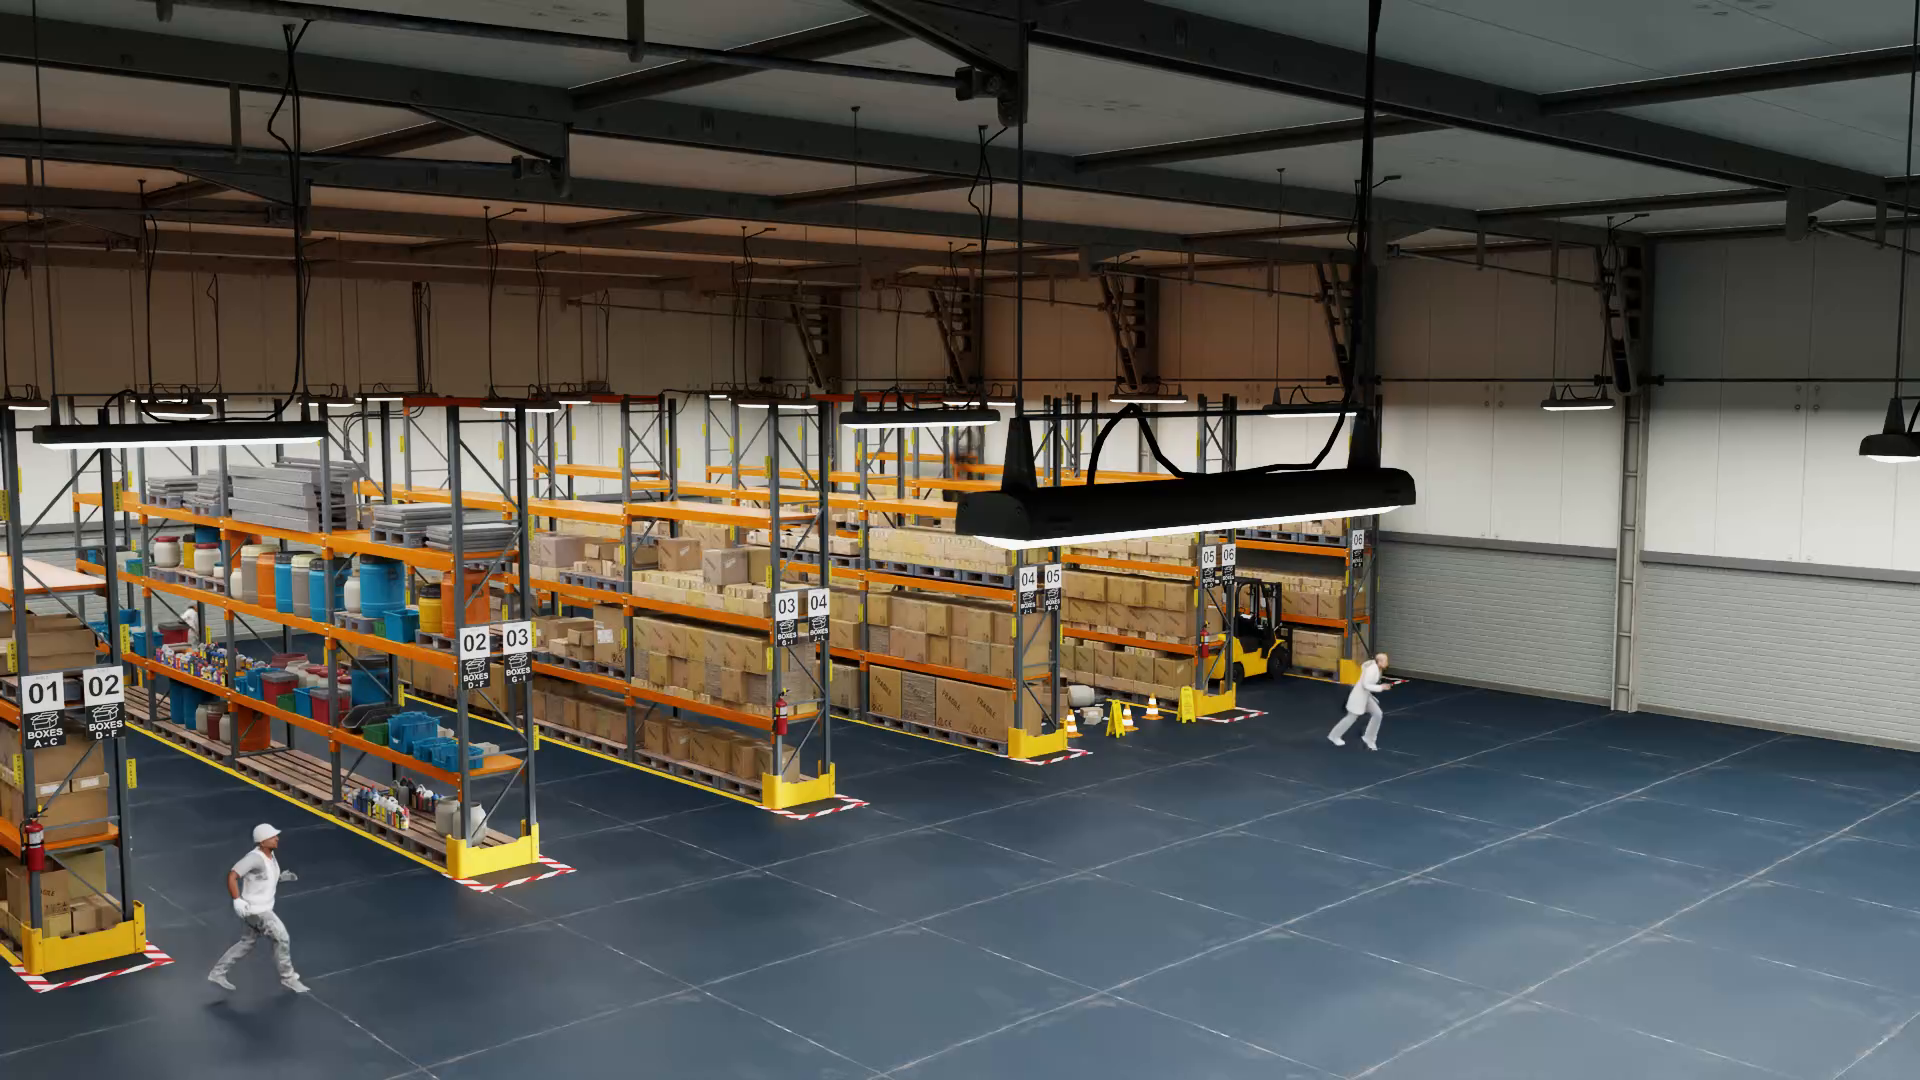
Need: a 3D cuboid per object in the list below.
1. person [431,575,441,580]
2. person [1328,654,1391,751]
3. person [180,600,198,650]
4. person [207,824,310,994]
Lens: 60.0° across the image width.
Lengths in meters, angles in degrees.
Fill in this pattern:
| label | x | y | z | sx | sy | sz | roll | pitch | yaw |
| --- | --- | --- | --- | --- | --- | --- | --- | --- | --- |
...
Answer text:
| label | x | y | z | sx | sy | sz | roll | pitch | yaw |
| --- | --- | --- | --- | --- | --- | --- | --- | --- | --- |
| person | -12.145 | 1.724 | 38.603 | 0.819 | 1.846 | 0.647 | 4 | 7 | 36 |
| person | 6.853 | 2.775 | 28.500 | 1.073 | 1.730 | 0.752 | 3 | 6 | 26 |
| person | -16.639 | 2.093 | 35.865 | 0.666 | 1.596 | 0.595 | -3 | 6 | -31 |
| person | -7.210 | 3.803 | 17.024 | 0.984 | 1.816 | 0.712 | -1 | 6 | -15 |
